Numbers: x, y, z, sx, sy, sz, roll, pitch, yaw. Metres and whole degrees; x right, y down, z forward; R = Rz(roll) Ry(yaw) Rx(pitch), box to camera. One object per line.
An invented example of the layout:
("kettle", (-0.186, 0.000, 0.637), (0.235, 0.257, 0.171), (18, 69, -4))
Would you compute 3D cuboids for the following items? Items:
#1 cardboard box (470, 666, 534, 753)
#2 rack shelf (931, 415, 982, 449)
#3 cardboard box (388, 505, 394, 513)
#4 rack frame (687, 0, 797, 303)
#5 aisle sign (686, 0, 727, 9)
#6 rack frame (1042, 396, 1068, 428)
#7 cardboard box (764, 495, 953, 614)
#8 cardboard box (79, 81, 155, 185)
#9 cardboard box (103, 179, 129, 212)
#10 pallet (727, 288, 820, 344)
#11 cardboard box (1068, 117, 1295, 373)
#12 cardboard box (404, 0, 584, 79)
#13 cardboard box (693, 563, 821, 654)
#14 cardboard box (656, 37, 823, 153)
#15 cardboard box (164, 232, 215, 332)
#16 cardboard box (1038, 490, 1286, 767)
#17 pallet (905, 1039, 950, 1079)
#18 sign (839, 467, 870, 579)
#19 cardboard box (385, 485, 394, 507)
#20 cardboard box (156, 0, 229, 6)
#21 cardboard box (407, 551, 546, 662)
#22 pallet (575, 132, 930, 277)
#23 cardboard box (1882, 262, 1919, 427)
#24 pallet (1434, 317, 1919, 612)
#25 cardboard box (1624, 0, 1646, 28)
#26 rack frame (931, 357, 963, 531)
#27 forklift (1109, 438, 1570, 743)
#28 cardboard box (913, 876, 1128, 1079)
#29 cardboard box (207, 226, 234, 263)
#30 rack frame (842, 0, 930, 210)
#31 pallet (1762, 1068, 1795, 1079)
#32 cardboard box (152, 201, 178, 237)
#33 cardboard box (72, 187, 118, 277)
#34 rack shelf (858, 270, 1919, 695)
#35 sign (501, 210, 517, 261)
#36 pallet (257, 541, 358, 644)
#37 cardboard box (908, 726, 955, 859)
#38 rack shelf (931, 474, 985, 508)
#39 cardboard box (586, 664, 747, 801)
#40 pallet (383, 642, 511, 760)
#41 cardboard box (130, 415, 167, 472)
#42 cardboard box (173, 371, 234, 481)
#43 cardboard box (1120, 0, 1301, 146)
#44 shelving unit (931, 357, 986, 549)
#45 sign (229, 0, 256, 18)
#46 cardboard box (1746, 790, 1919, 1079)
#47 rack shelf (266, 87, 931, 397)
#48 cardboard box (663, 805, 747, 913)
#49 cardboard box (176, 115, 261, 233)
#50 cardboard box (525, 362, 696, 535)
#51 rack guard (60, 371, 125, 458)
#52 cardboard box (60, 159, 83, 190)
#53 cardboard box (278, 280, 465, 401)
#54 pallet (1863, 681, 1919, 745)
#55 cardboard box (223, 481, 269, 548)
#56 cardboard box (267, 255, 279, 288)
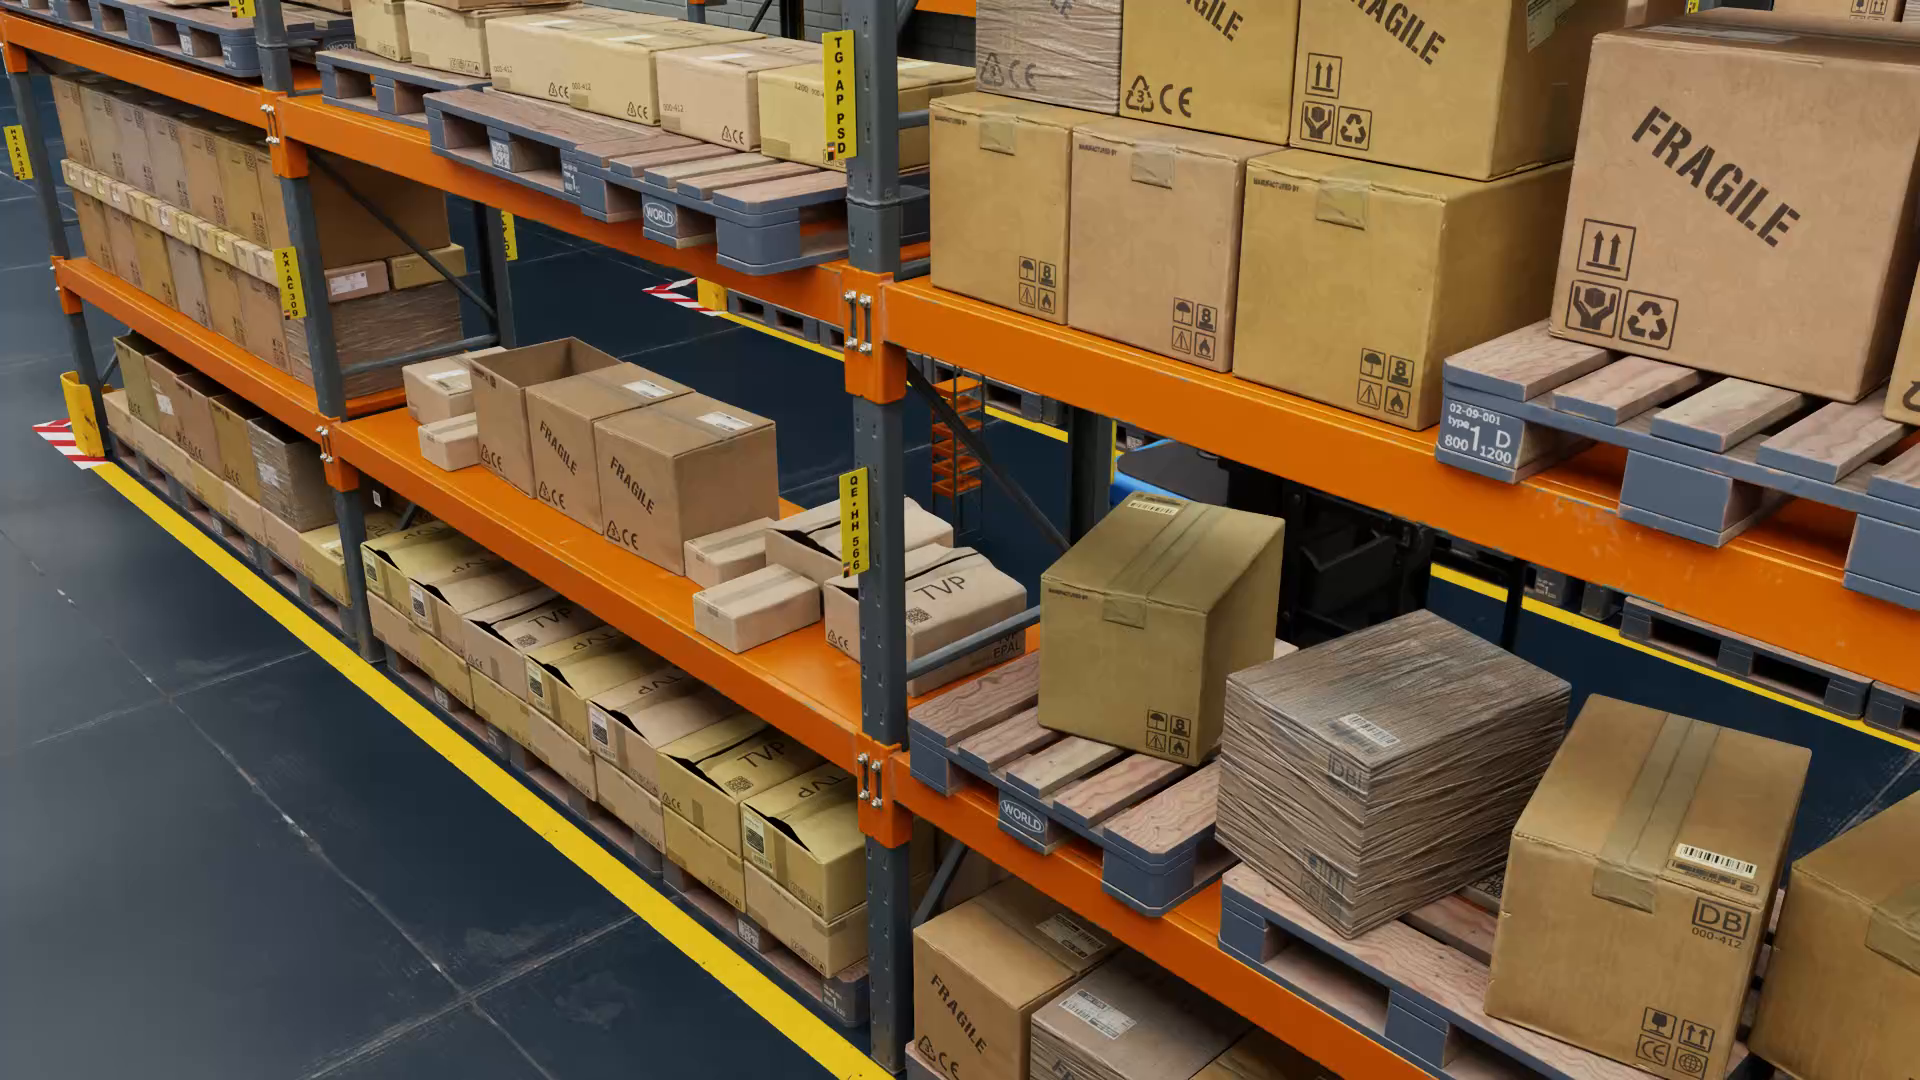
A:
("cardboard box", (-1.838, 0.672, 7.470), (0.500, 0.250, 0.500), (-22, 33, -40))
("rack shelf", (-0.010, -0.619, 9.479), (0.258, 0.103, 0.180), (-21, 32, -38))
("cardboard box", (-3.071, -0.211, 9.406), (0.500, 0.250, 0.500), (-21, 32, -38))
("rack frame", (-1.758, -3.510, 13.830), (1.000, 3.000, 0.127), (-21, 32, -38))
("aisle sign", (-2.026, -4.630, 13.152), (0.394, 0.787, 0.004), (-21, 32, -38))
("rack frame", (0.976, -2.298, 11.174), (1.000, 3.000, 0.127), (-21, 32, -38))
("cardboard box", (-0.374, 0.035, 6.167), (0.500, 0.311, 0.500), (-22, 32, -39))
("cardboard box", (-4.662, -2.421, 9.758), (0.700, 0.500, 0.500), (-22, 33, -40))
("cardboard box", (-4.738, -2.032, 9.688), (0.380, 0.149, 0.250), (-22, 32, -39))
("pallet", (-1.177, -1.962, 13.797), (1.003, 0.211, 1.213), (-21, 32, -38))
("cardboard box", (0.768, -0.813, 4.184), (0.910, 0.500, 0.500), (-21, 32, -38))
("cardboard box", (-1.846, -2.024, 6.634), (0.500, 0.250, 0.500), (20, 31, 37))
("cardboard box", (-0.720, 0.240, 5.912), (0.380, 0.149, 0.250), (-21, 32, -38))
("cardboard box", (-0.626, -1.443, 5.359), (0.500, 0.250, 0.500), (-20, 31, -37))
("cardboard box", (-4.002, -1.536, 9.382), (0.700, 0.500, 0.500), (-20, 31, -37))
("cardboard box", (0.609, 0.242, 4.978), (0.500, 0.500, 0.700), (12, 27, 25))
("pallet", (0.579, 1.826, 5.494), (1.003, 0.211, 1.213), (-21, 32, -38))
("sign", (-0.307, -0.048, 4.847), (0.100, 0.325, 0.005), (-21, 32, -38))
("cardboard box", (-3.074, -0.552, 9.249), (0.500, 0.500, 0.500), (-21, 32, -38))
("cardboard box", (-3.662, -2.685, 8.035), (0.380, 0.149, 0.250), (-21, 32, -38))
("cardboard box", (-2.199, 0.262, 7.693), (0.500, 0.311, 0.500), (-22, 32, -39))
("pallet", (-0.433, -1.139, 5.246), (1.213, 0.211, 1.003), (-19, 31, -36))
("cardboard box", (2.066, -0.484, 2.837), (0.600, 0.600, 0.600), (-22, 32, -39))
("pallet", (1.725, -0.278, 3.358), (1.213, 0.211, 1.003), (-21, 32, -38))
("cardboard box", (3.020, -2.561, 8.219), (0.500, 0.311, 0.500), (-21, 32, -38))
("rack frame", (-0.072, -0.578, 9.571), (0.240, 1.200, 0.006), (-21, 32, -38))
("forklift", (1.972, -0.398, 7.091), (1.130, 2.935, 3.031), (-21, 32, -38))
("cardboard box", (0.199, 1.476, 5.382), (0.500, 0.500, 0.500), (-20, 31, -36))
("cardboard box", (-3.674, -1.563, 8.660), (0.380, 0.149, 0.250), (-21, 32, -39))
("rack frame", (0.096, -2.409, 4.189), (1.000, 3.000, 0.127), (-21, 32, -38))
("pallet", (2.364, 1.346, 3.416), (1.003, 0.211, 1.213), (-21, 32, -38))
("cardboard box", (-4.211, -1.798, 9.176), (0.380, 0.149, 0.250), (-21, 32, -38))
("cardboard box", (-5.062, -2.004, 10.409), (0.700, 0.500, 0.500), (-21, 32, -38))
("rack shelf", (1.463, -0.111, 3.633), (1.077, 0.370, 4.000), (-21, 32, -38))
("sign", (-2.248, -1.540, 8.211), (0.100, 0.325, 0.005), (-21, 32, -38))
("pallet", (-3.151, 0.124, 9.224), (1.003, 0.211, 1.213), (-21, 32, -38))
("cardboard box", (-0.047, 0.883, 6.332), (0.500, 0.311, 0.500), (-20, 31, -37))
("rack shelf", (-0.010, -0.291, 9.629), (0.258, 0.103, 0.180), (-21, 32, -38))
("cardboard box", (-1.145, 0.727, 6.674), (0.500, 0.311, 0.500), (-21, 32, -39))
("pallet", (-2.106, 0.589, 8.205), (1.003, 0.211, 1.213), (-21, 32, -38))
("cardboard box", (-4.823, -0.668, 10.407), (0.500, 0.250, 0.500), (-21, 32, -38))
("cardboard box", (-4.144, -0.704, 9.583), (0.500, 0.500, 0.500), (-21, 32, -38))
("cardboard box", (0.738, -1.257, 3.951), (0.500, 0.500, 0.500), (-21, 32, -38))
("shelving unit", (-0.010, -0.550, 9.511), (0.258, 1.200, 0.189), (-21, 32, -38))
("sign", (-3.042, -2.370, 6.999), (0.100, 0.325, 0.005), (-21, 32, -38))
("cardboard box", (2.153, 0.898, 3.541), (0.700, 0.500, 0.500), (-16, 29, -31))
("rack shelf", (-1.271, -1.323, 6.289), (1.077, 0.370, 4.000), (-21, 32, -38))
("cardboard box", (-0.796, 1.135, 6.456), (0.500, 0.250, 0.500), (-22, 32, -39))
("cardboard box", (-3.634, -1.965, 8.760), (0.700, 0.500, 0.500), (-21, 32, -38))
("cardboard box", (-1.422, -0.389, 6.868), (0.500, 0.500, 0.500), (-21, 32, -38))
("rack guard", (-5.388, -0.974, 11.282), (1.175, 0.500, 0.348), (-21, 32, -38))
("cardboard box", (-5.261, -2.264, 10.198), (0.380, 0.149, 0.250), (-22, 32, -39))
("cardboard box", (-2.946, -1.070, 8.361), (0.700, 0.500, 0.500), (-22, 33, -40))
("pallet", (5.023, 0.812, 7.716), (1.003, 0.211, 1.213), (-21, 32, -38))
("cardboard box", (-3.801, -0.212, 9.408), (0.500, 0.250, 0.500), (-21, 32, -38))
("cardboard box", (-3.148, -1.330, 8.148), (0.380, 0.149, 0.250), (-22, 33, -39))
